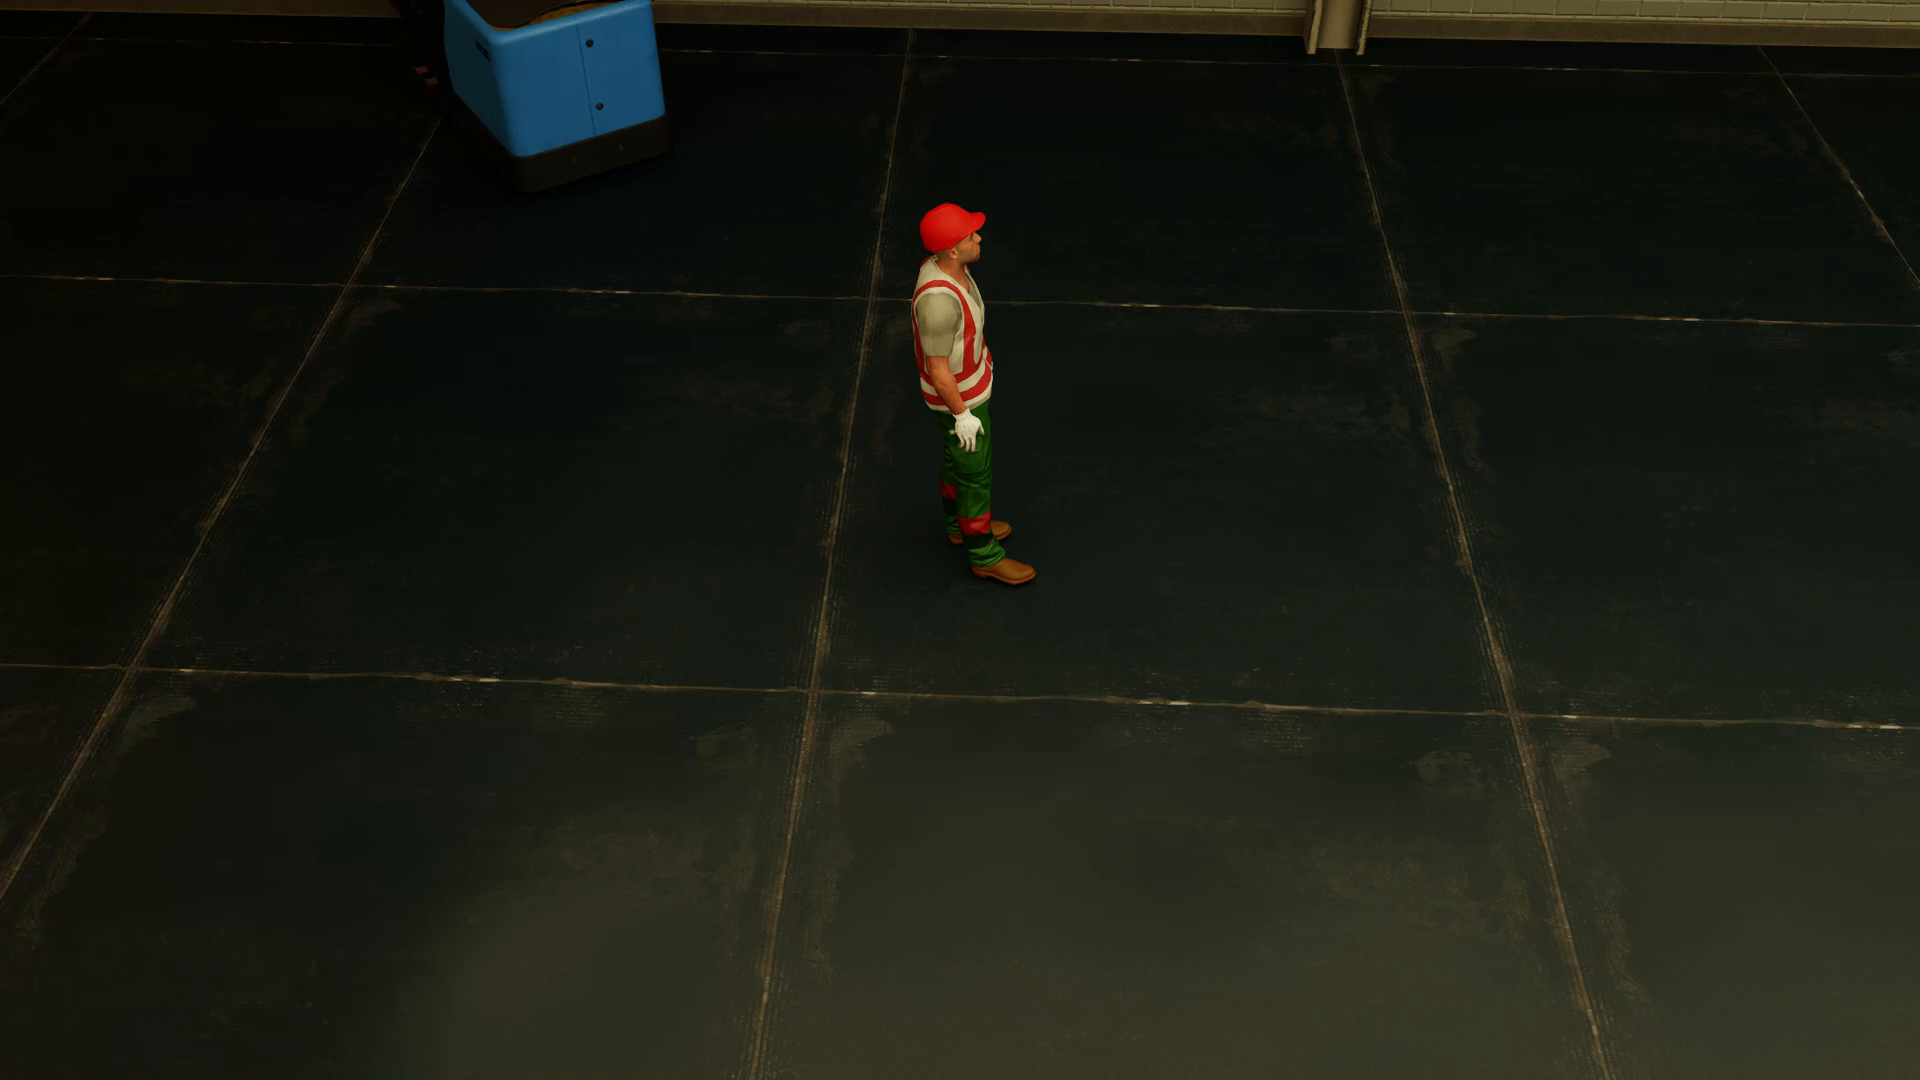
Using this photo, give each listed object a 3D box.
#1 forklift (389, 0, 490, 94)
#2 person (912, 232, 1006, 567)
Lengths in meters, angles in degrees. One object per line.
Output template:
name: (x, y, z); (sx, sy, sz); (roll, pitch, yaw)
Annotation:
forklift: (-3.045, -4.164, 10.303); (1.121, 2.935, 3.031); (-24, 47, -24)
person: (0.010, -0.659, 7.298); (0.421, 1.690, 0.637); (2, 42, 2)
